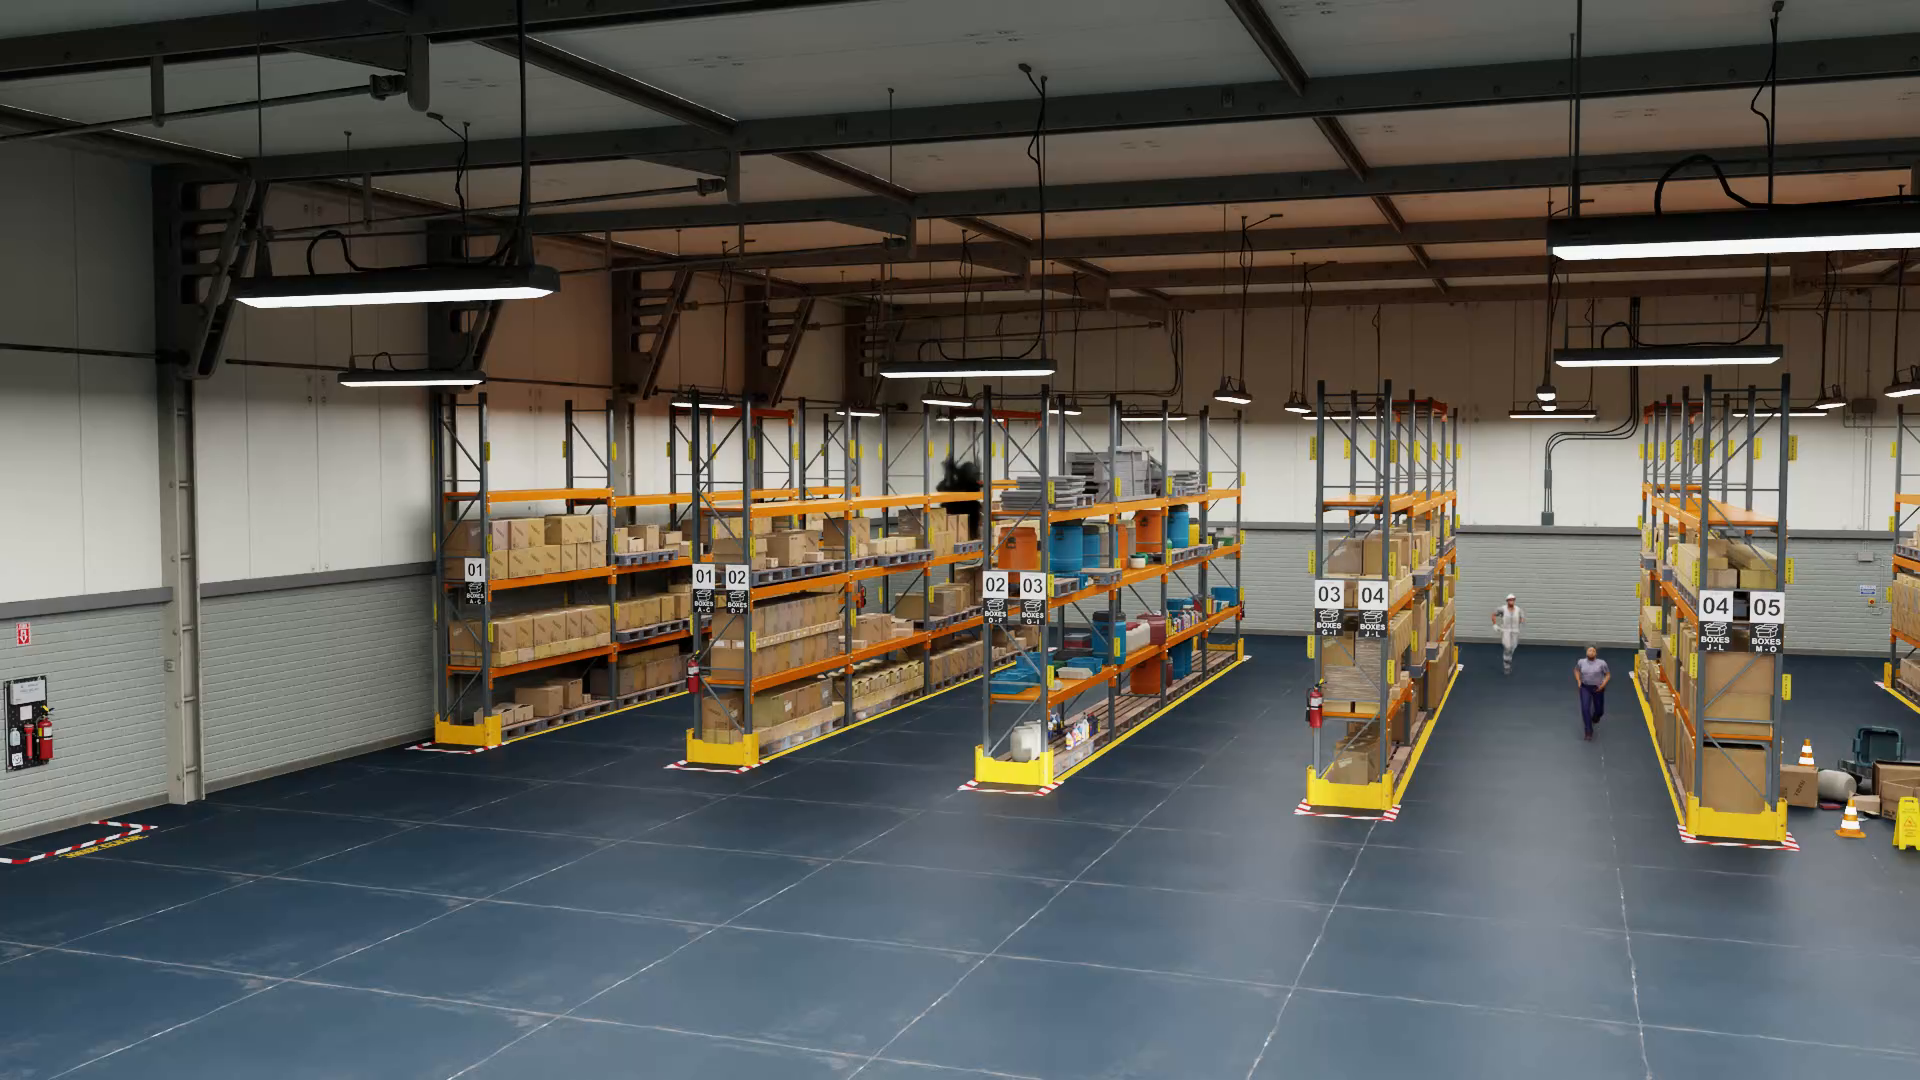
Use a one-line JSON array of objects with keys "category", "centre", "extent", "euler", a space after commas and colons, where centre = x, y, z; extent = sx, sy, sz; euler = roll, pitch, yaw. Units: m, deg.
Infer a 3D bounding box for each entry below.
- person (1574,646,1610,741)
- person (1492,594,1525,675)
[{"category": "person", "centre": [11.096, 2.671, 29.190], "extent": [0.588, 1.638, 0.979], "euler": [1, 3, 17]}, {"category": "person", "centre": [12.395, 2.129, 37.522], "extent": [0.676, 1.831, 0.768], "euler": [0, 3, -1]}]
